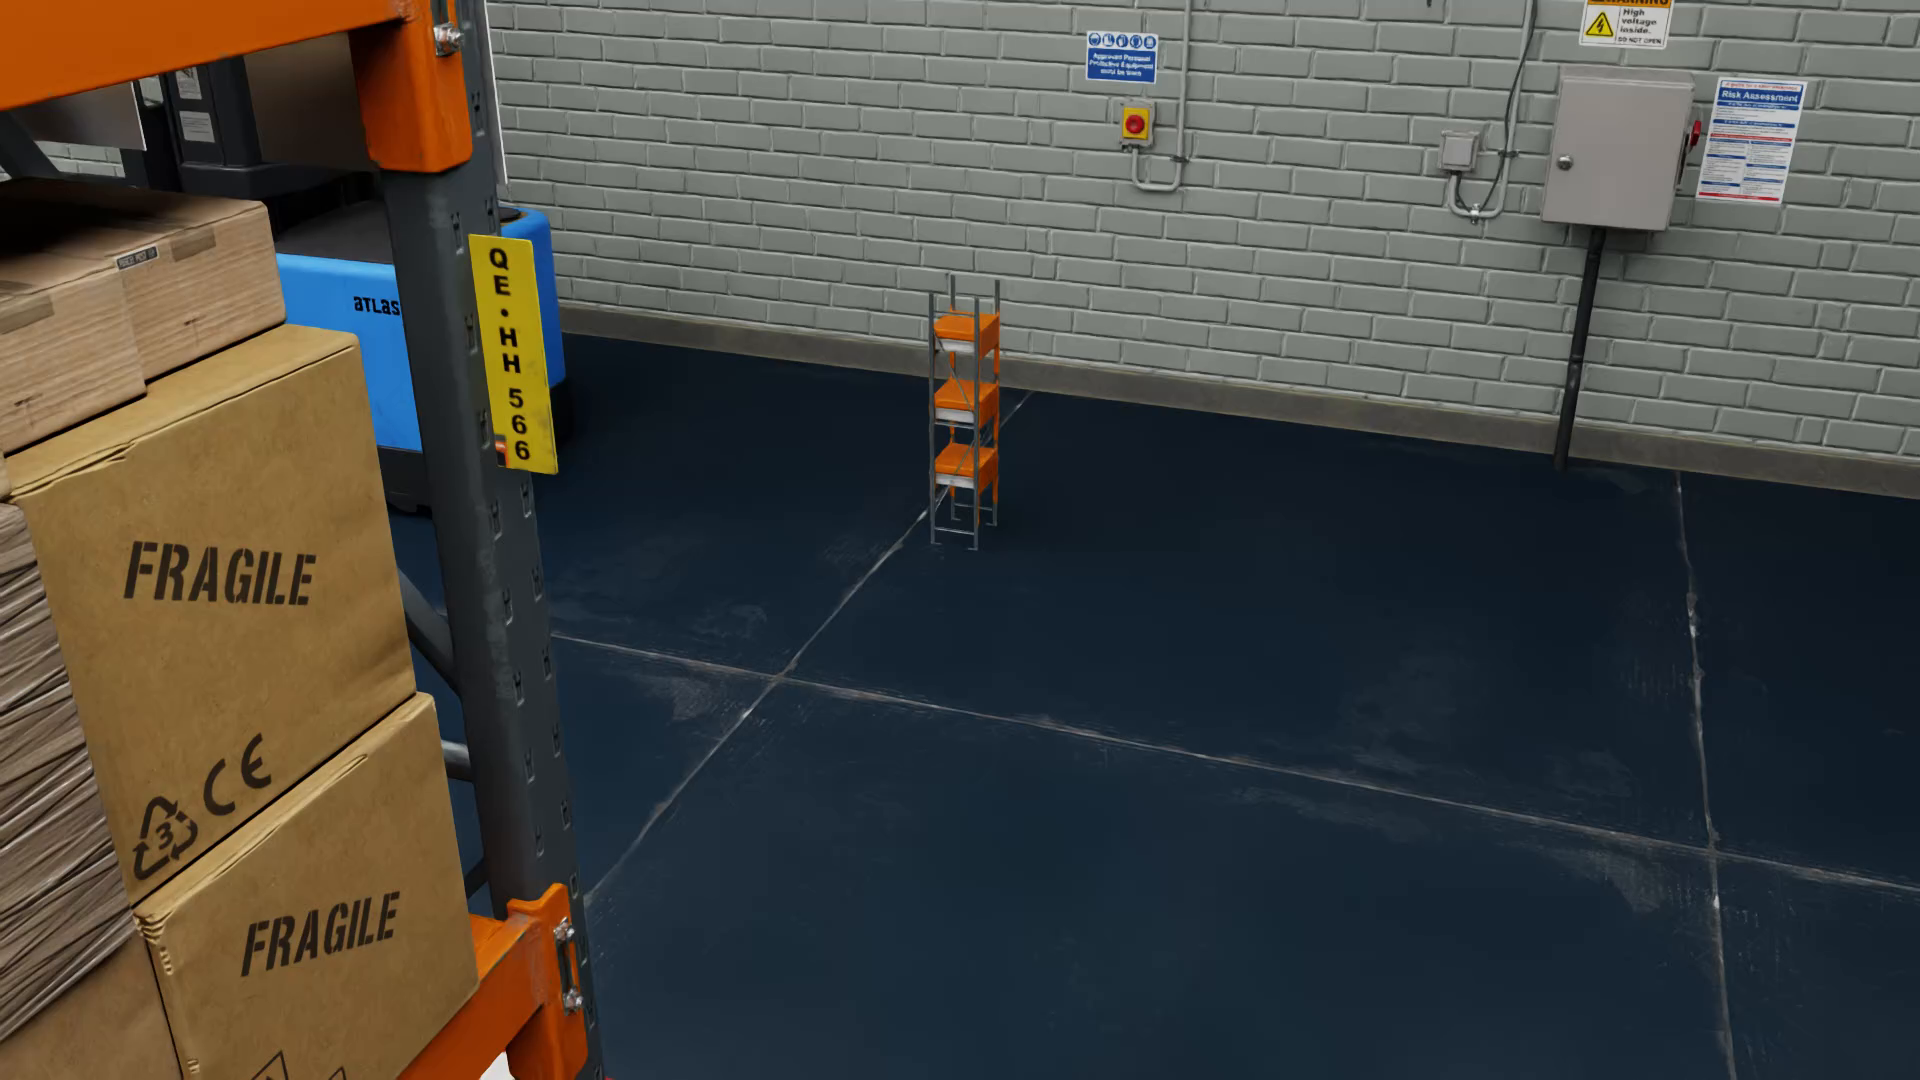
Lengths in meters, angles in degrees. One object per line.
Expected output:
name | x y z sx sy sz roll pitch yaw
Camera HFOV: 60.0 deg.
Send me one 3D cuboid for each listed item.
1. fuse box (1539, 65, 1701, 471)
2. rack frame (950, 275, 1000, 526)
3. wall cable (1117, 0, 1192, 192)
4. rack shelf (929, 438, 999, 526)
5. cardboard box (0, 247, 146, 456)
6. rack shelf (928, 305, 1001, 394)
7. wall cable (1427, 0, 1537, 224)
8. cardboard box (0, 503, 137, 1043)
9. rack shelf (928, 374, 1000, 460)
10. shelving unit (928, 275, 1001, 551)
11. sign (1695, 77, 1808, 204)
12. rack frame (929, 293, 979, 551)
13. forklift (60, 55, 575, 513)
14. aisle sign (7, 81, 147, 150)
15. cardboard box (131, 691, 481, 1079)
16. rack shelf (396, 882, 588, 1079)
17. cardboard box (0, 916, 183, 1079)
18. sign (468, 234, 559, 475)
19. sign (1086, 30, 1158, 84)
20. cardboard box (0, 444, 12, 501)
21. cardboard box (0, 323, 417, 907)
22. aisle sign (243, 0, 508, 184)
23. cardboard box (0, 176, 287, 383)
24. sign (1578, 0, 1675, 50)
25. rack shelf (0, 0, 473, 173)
fuse box | 2.685 -1.075 7.008 0.539 1.711 0.414 9 27 17
rack frame | 0.058 -0.545 6.670 0.200 1.050 0.008 9 27 17
wall cable | 0.752 -2.491 7.252 0.585 1.953 0.123 9 27 17
rack shelf | 0.018 -0.235 6.692 0.215 0.259 0.240 9 27 17
cardboard box | -1.094 -0.202 1.719 0.380 0.149 0.250 9 27 18
rack shelf | 0.018 -0.740 6.448 0.215 0.259 0.240 9 27 17
wall cable | 2.094 -2.276 6.843 0.588 1.984 0.122 9 27 17
cardboard box | -1.184 0.257 1.514 0.500 0.500 0.500 9 27 18
rack shelf | 0.018 -0.485 6.571 0.215 0.259 0.240 9 27 17
shelving unit | 0.018 -0.495 6.567 0.215 1.050 0.252 9 27 17
sign | 3.220 -1.626 6.775 0.329 0.494 0.001 9 27 17
rack frame | -0.023 -0.444 6.463 0.200 1.050 0.008 9 27 17
forklift | -3.354 -1.800 7.105 3.031 2.935 1.130 8 27 16
aisle sign | -1.351 -0.941 2.268 0.394 0.787 0.004 9 27 17
cardboard box | -1.013 0.492 2.176 0.500 0.500 0.500 9 27 18
rack shelf | -1.767 1.446 1.146 1.077 0.370 4.000 9 27 17
cardboard box | -1.194 0.696 1.755 0.500 0.500 0.500 8 27 16
sign | -0.595 -0.243 2.209 0.100 0.325 0.005 9 27 17
sign | 0.727 -2.174 7.487 0.327 0.218 0.001 9 27 17
cardboard box | -1.101 -0.084 1.474 0.380 0.149 0.250 8 27 17
cardboard box | -1.038 0.038 1.967 0.500 0.500 0.500 10 27 19
aisle sign | -0.786 -0.854 2.089 0.394 0.787 0.004 9 27 17
cardboard box | -1.032 -0.310 1.941 0.380 0.149 0.250 9 27 18
sign | 2.702 -2.120 6.739 0.339 0.242 0.001 9 27 17
rack shelf | -1.767 0.096 0.492 1.077 0.370 4.000 9 27 17
